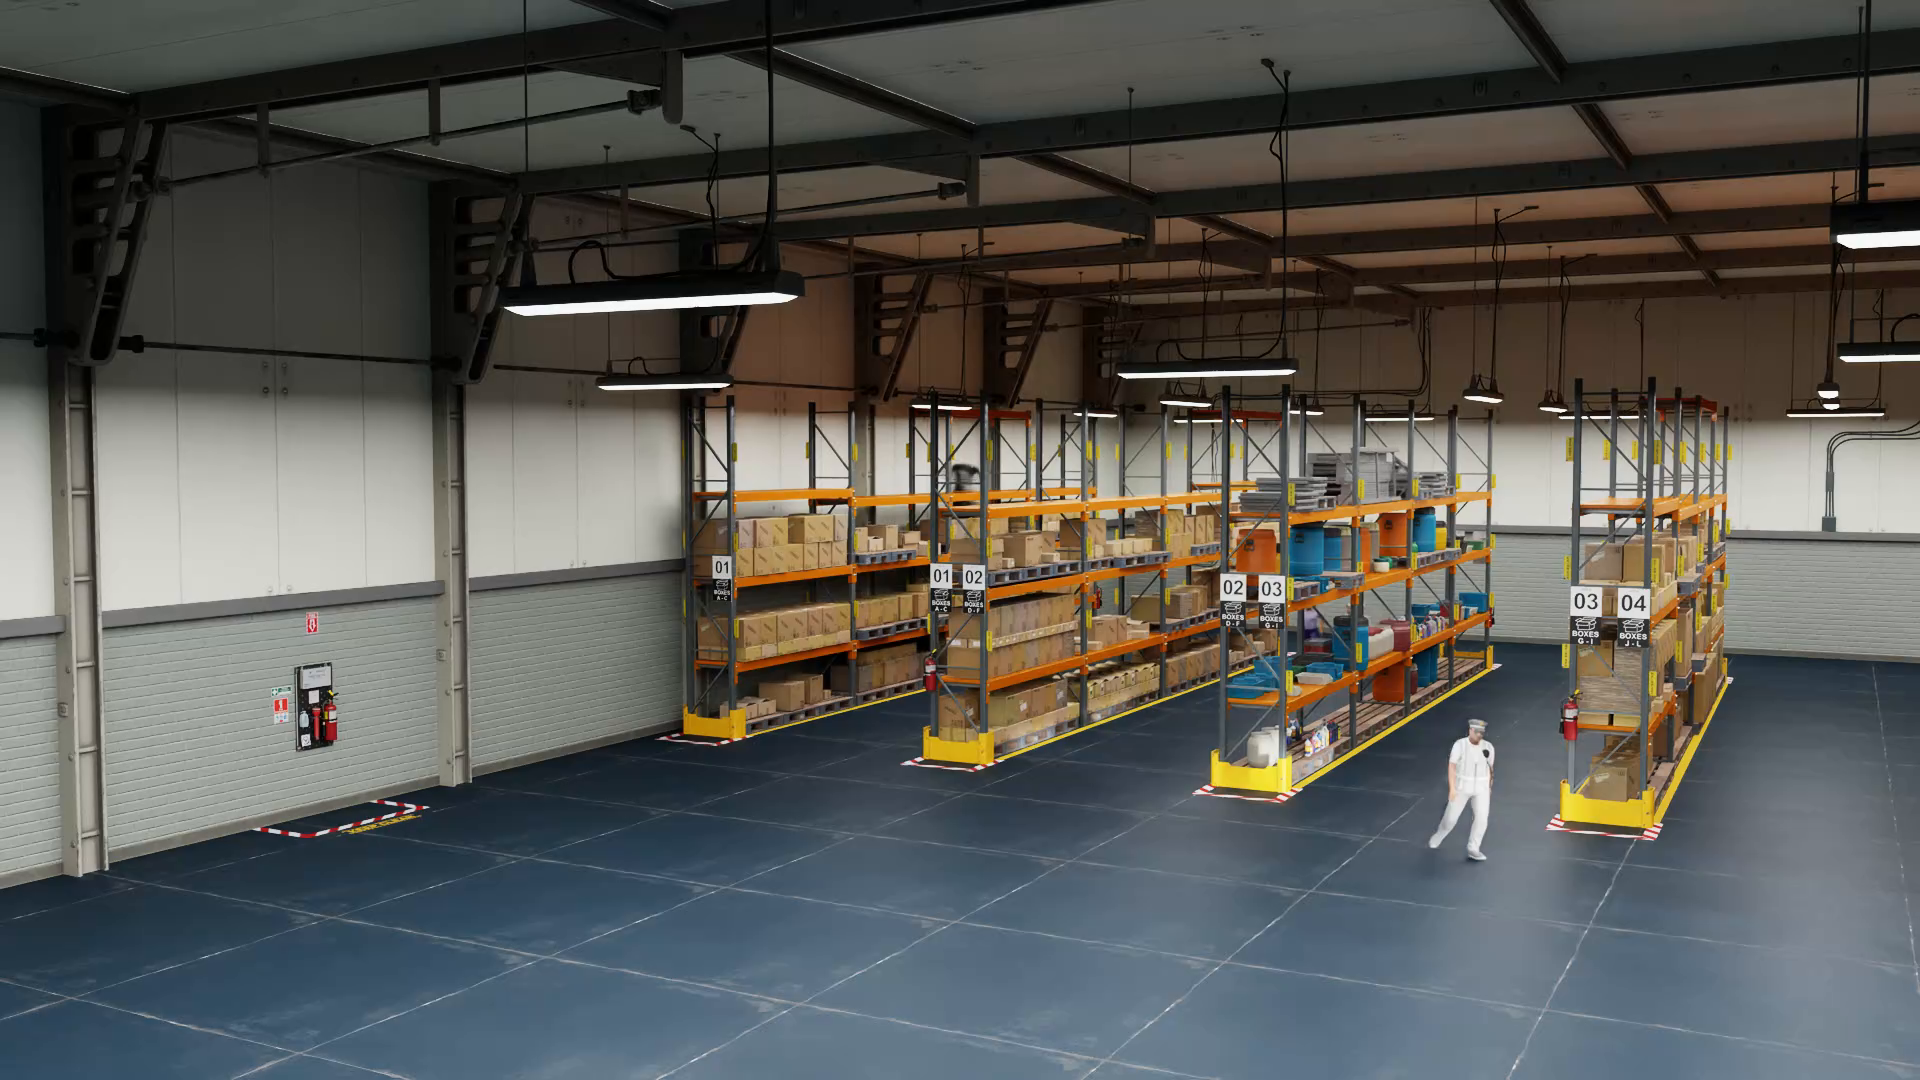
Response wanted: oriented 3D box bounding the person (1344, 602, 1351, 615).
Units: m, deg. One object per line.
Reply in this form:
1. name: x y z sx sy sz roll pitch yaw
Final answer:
1. person: 8.421 2.231 35.942 0.635 1.801 0.700 3 4 44

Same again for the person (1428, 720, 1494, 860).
1. person: 6.210 3.043 20.559 0.728 1.717 0.671 0 3 5

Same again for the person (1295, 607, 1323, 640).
1. person: 7.969 2.184 37.951 0.592 1.707 0.840 1 3 21
